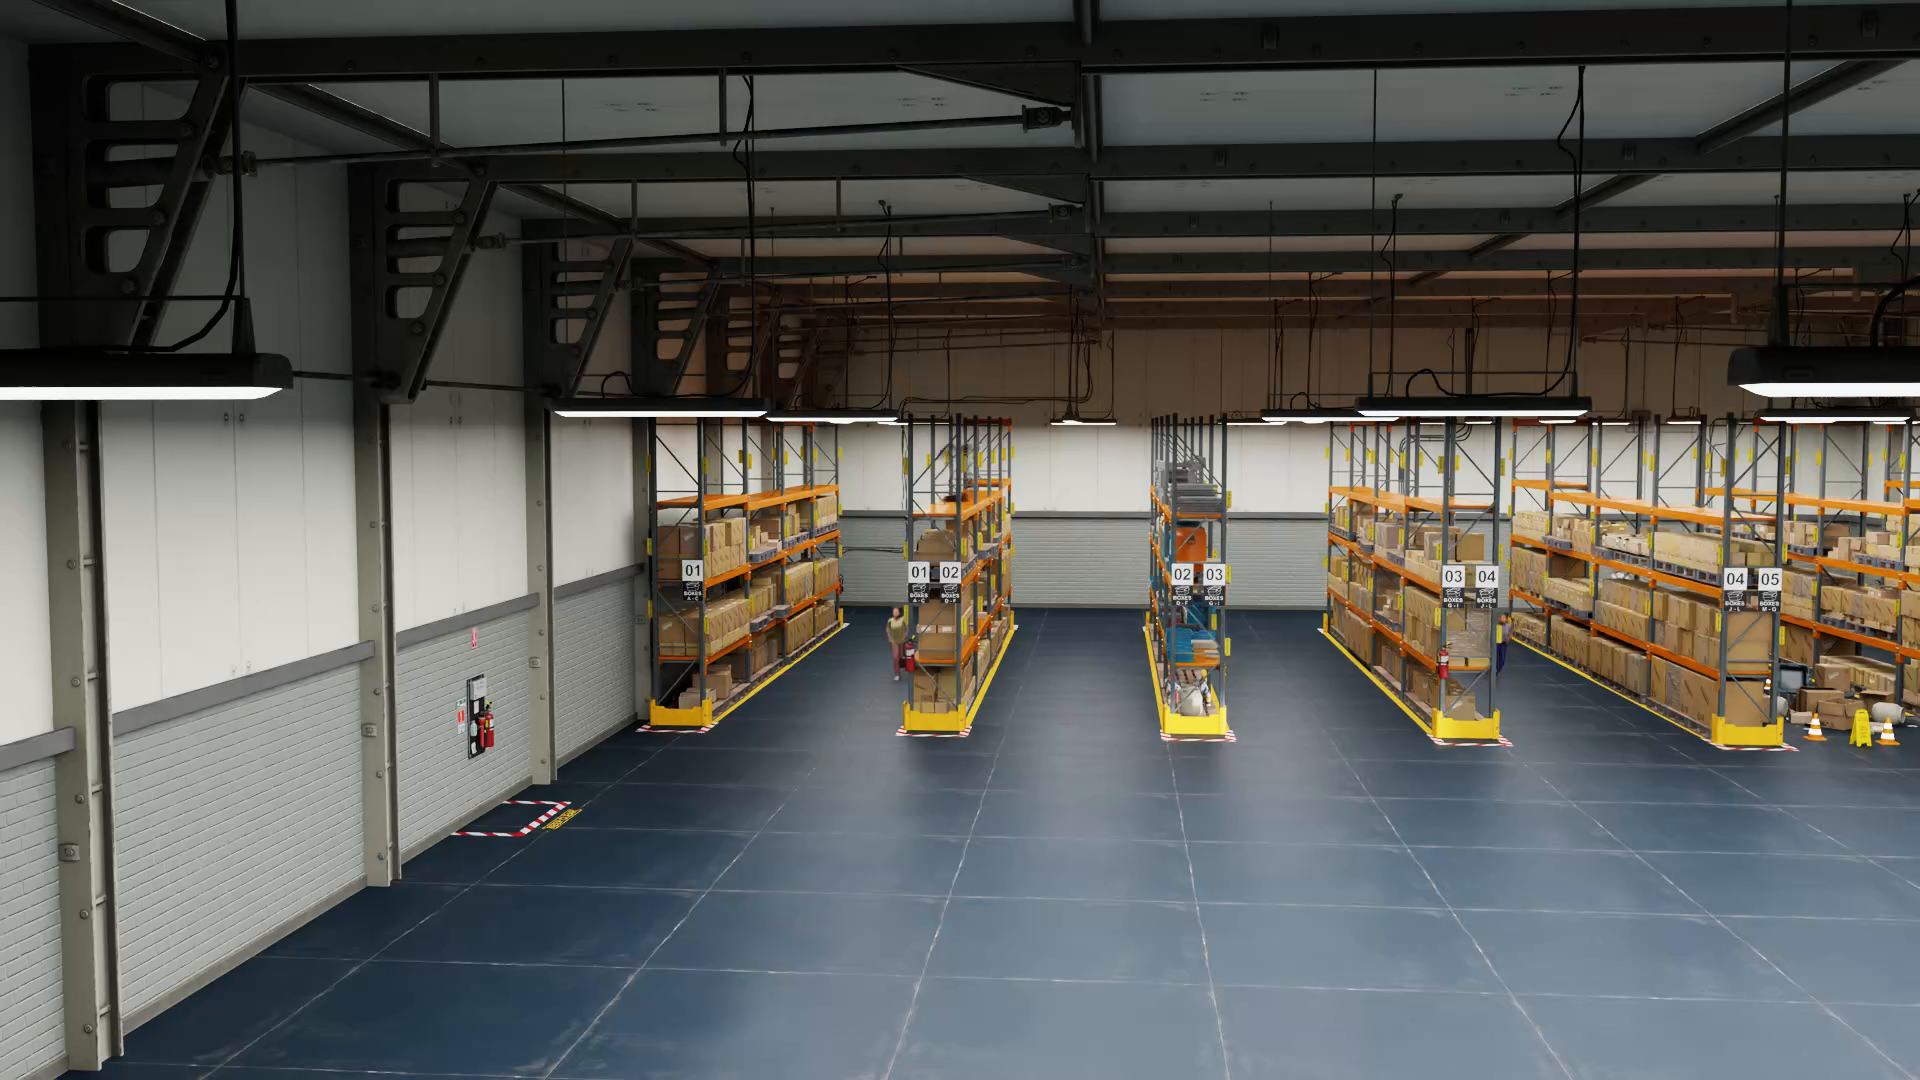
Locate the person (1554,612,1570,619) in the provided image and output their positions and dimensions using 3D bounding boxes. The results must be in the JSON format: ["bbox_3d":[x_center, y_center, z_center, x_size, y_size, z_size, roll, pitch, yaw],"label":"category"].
[{"bbox_3d":[16.942,1.782,46.591,0.667,1.619,0.598,-3,5,-34],"label":"person"}]

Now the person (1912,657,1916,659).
[{"bbox_3d":[21.279,2.365,36.575,0.673,1.841,0.951,0,4,1],"label":"person"}]

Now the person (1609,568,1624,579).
[{"bbox_3d":[19.076,1.592,48.332,0.784,1.851,0.636,-1,4,-19],"label":"person"}]

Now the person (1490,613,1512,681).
[{"bbox_3d":[12.188,2.422,37.648,0.595,1.581,0.686,-1,4,-9],"label":"person"}]

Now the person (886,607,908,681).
[{"bbox_3d":[-1.399,2.355,37.976,0.577,1.671,0.765,0,4,6],"label":"person"}]
